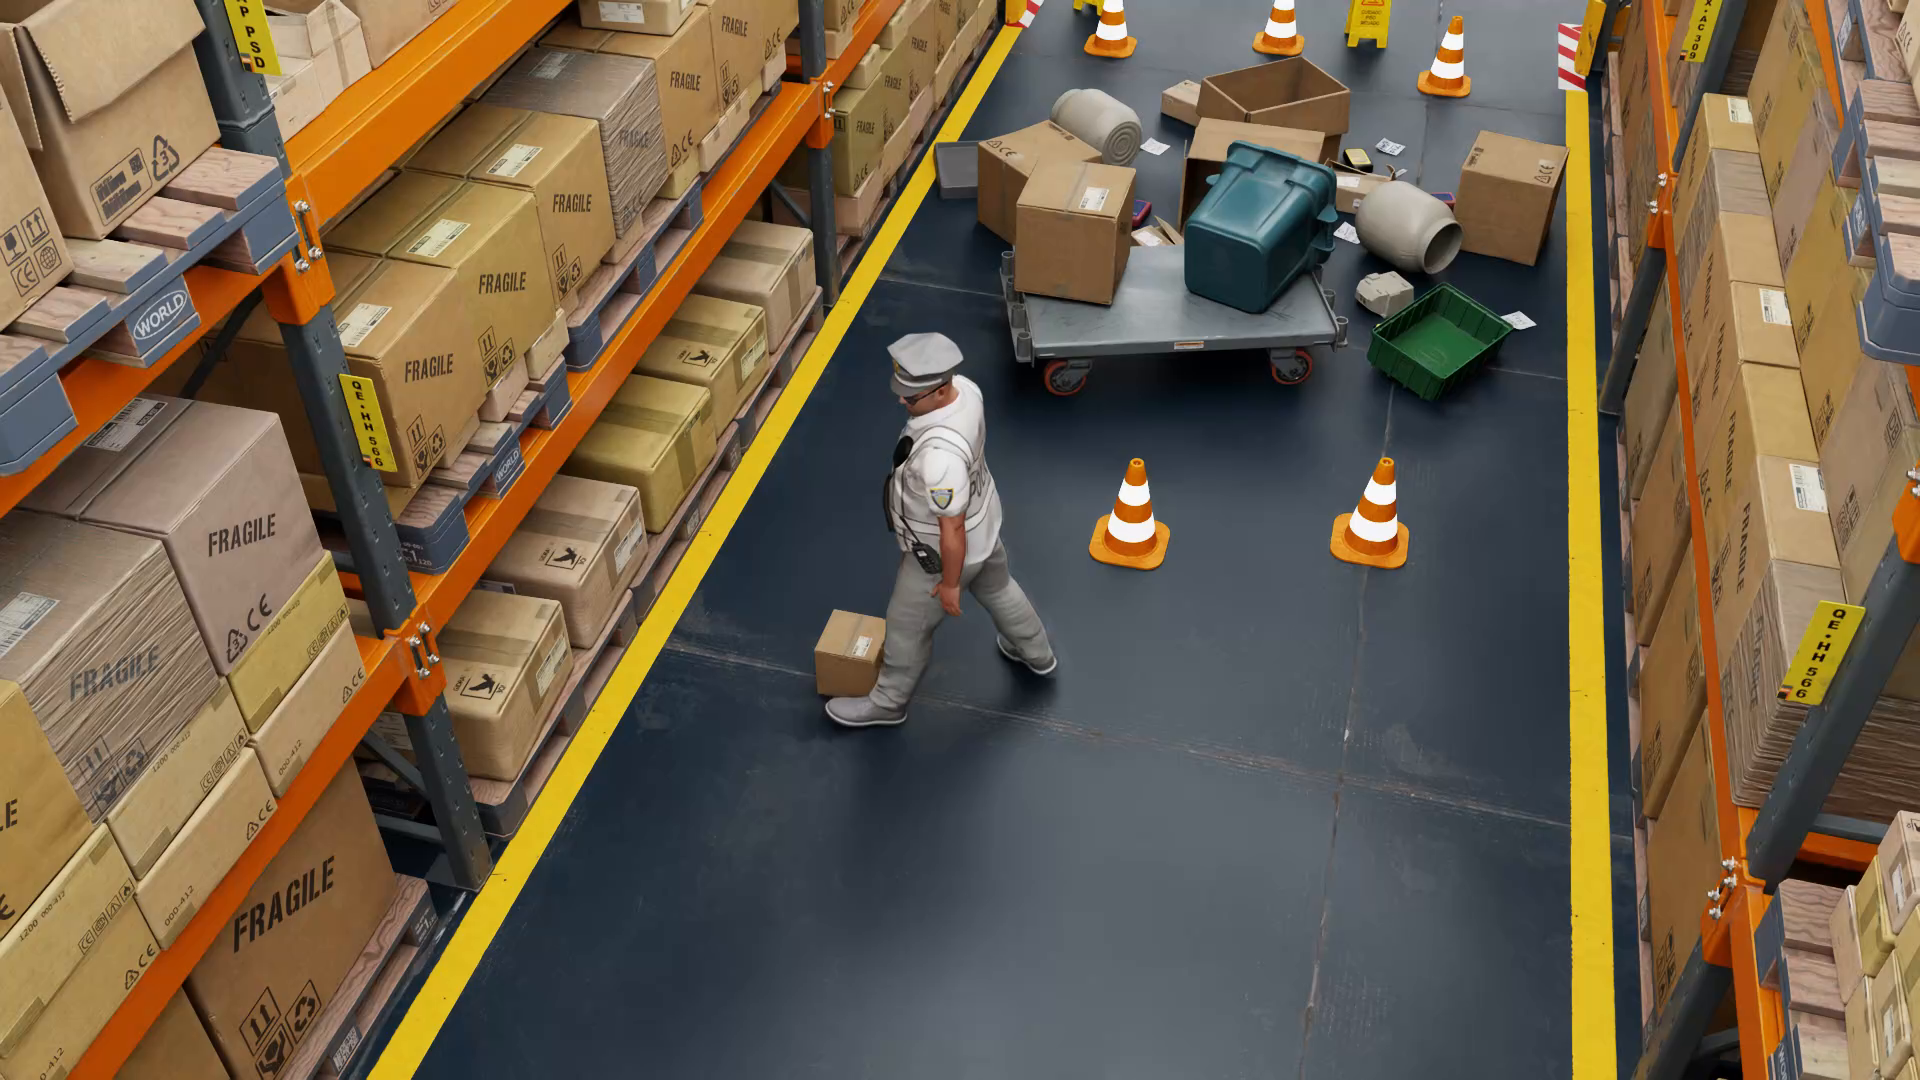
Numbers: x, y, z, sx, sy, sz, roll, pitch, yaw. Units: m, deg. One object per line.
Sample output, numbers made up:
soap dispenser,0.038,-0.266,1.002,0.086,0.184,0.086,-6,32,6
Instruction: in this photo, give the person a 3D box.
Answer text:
person,-0.055,-0.053,6.231,0.856,1.724,0.667,9,42,10
